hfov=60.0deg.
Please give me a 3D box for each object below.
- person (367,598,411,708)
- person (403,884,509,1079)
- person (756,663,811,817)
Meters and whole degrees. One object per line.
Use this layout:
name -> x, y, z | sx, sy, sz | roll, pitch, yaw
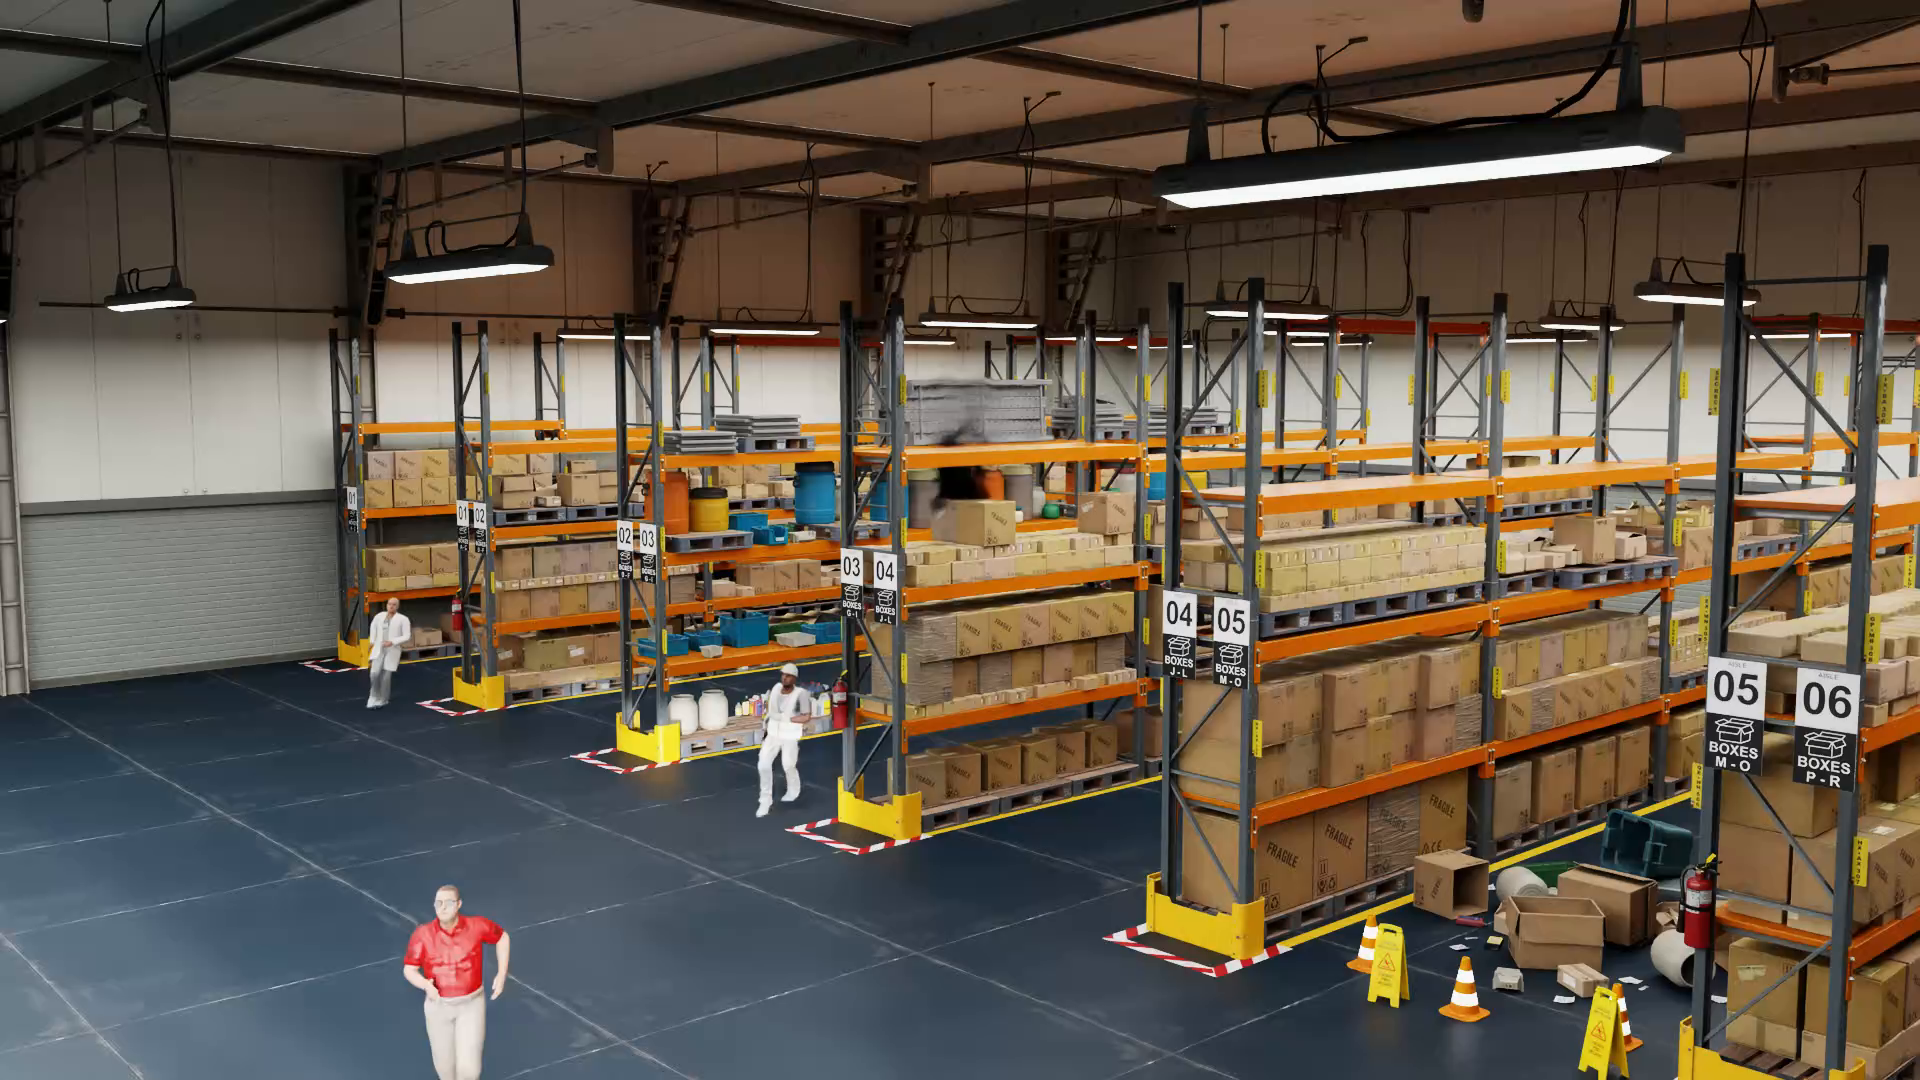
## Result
person -> -8.857, 1.749, 25.747 | 0.691, 1.712, 0.675 | 0, 6, -3
person -> -3.431, 3.224, 11.327 | 0.670, 1.773, 0.767 | -1, 6, -8
person -> -2.045, 2.353, 19.717 | 0.686, 1.824, 0.736 | 2, 6, 20
